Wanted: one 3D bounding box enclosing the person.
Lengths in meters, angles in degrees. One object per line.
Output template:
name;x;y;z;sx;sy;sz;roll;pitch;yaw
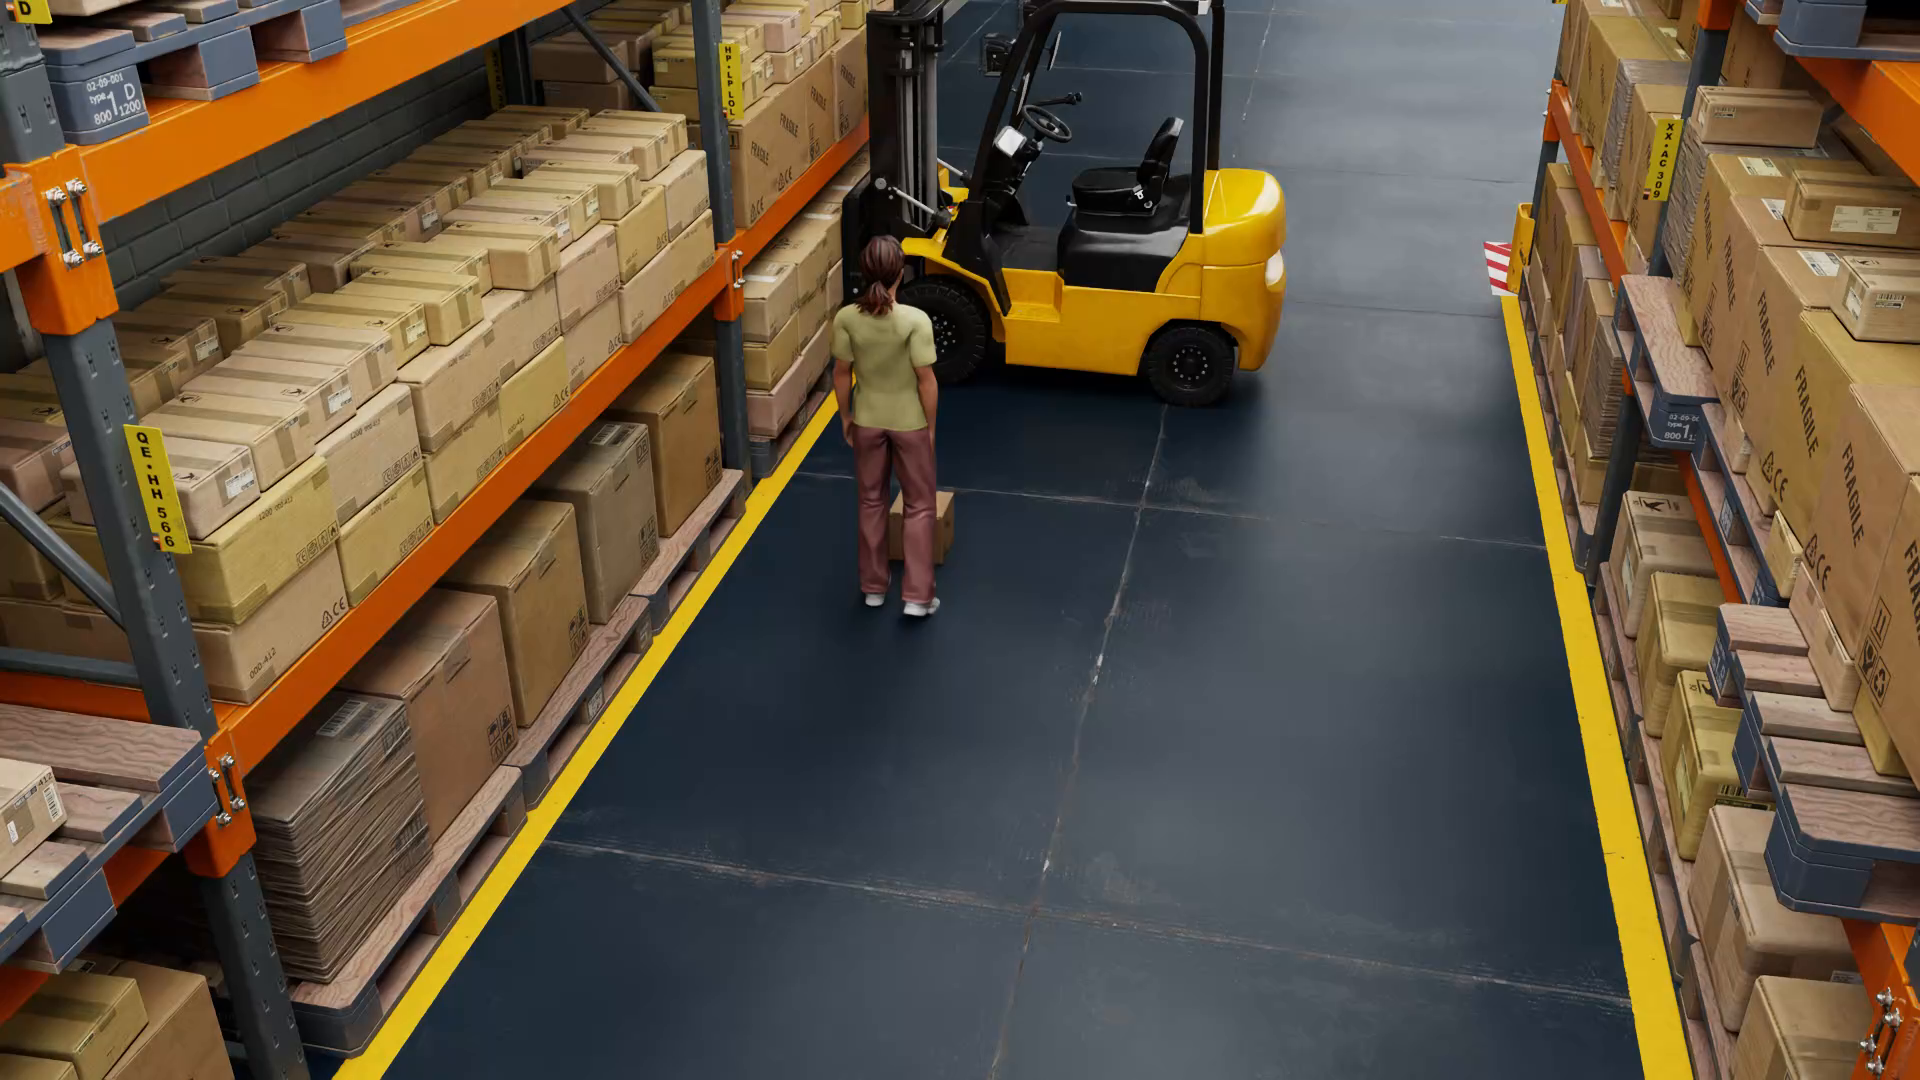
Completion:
person;-0.298;-0.449;6.996;0.448;1.731;0.401;6;30;12
